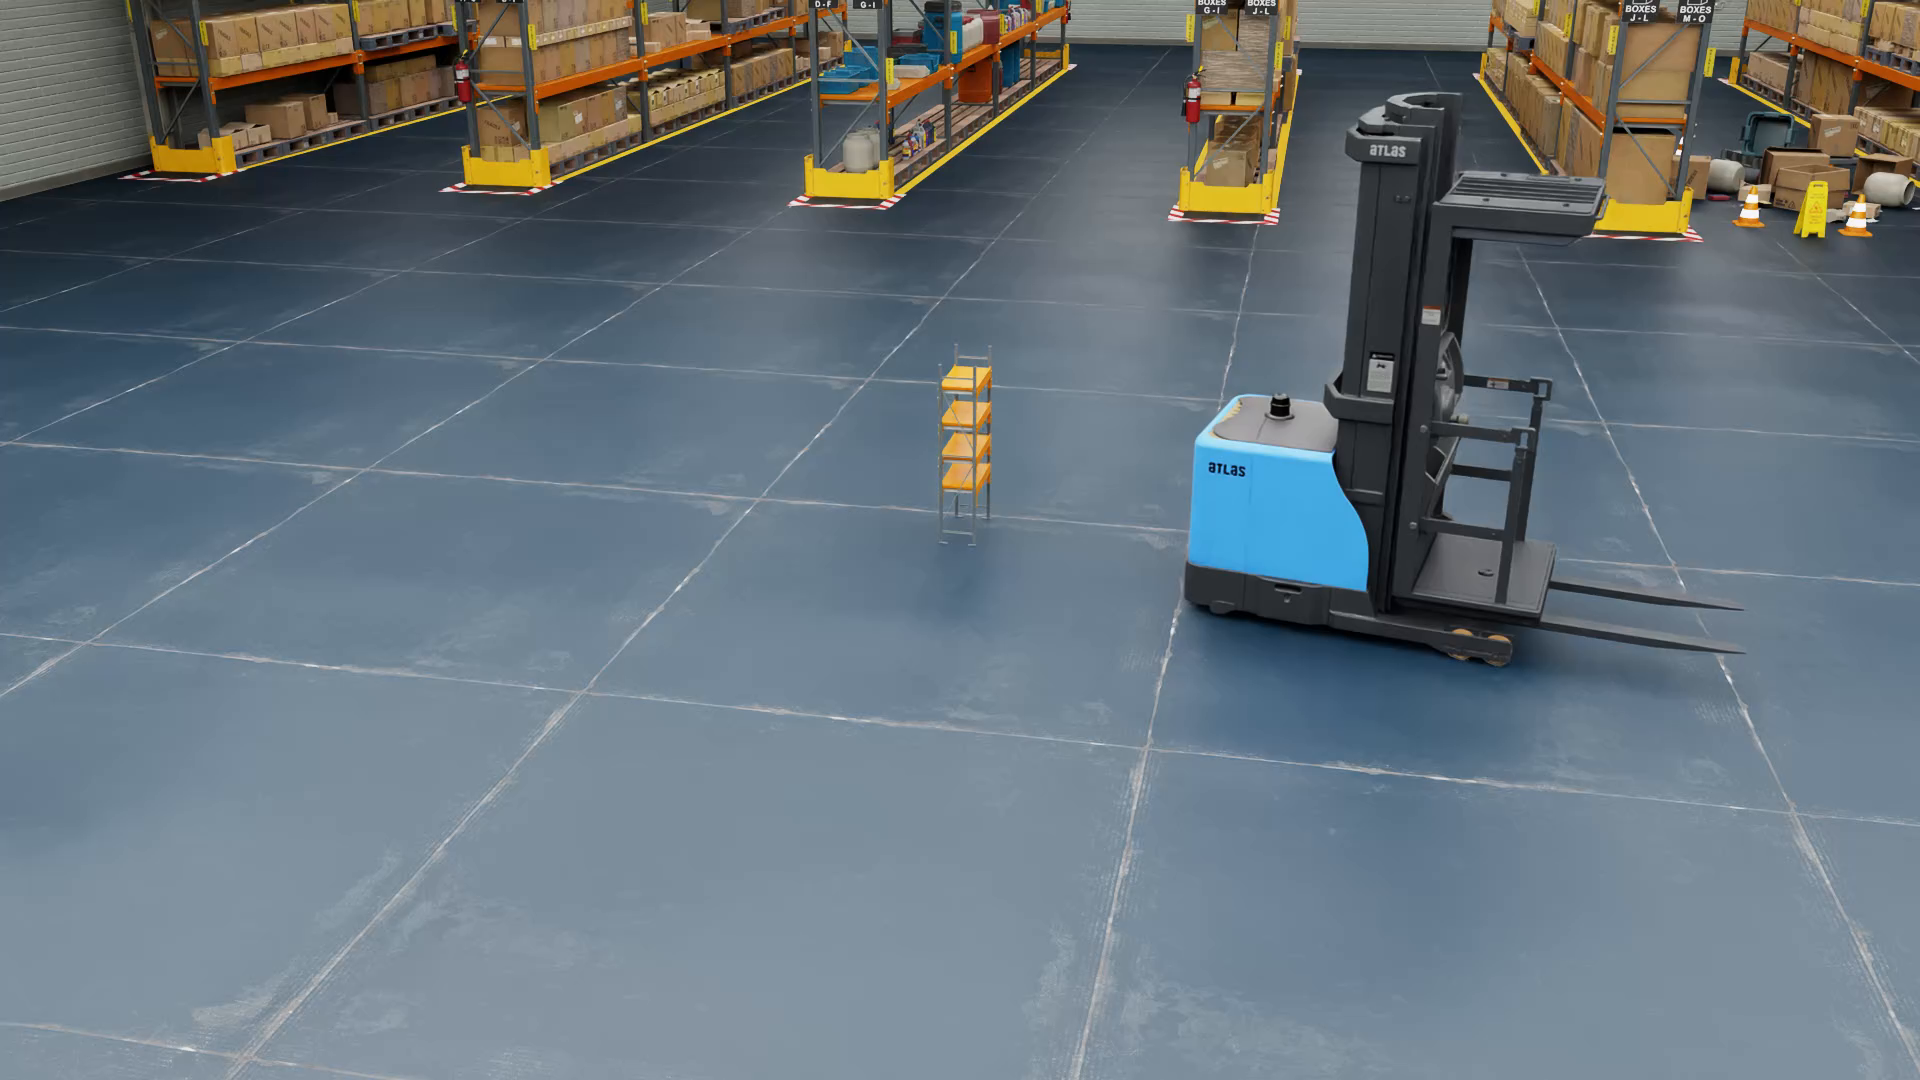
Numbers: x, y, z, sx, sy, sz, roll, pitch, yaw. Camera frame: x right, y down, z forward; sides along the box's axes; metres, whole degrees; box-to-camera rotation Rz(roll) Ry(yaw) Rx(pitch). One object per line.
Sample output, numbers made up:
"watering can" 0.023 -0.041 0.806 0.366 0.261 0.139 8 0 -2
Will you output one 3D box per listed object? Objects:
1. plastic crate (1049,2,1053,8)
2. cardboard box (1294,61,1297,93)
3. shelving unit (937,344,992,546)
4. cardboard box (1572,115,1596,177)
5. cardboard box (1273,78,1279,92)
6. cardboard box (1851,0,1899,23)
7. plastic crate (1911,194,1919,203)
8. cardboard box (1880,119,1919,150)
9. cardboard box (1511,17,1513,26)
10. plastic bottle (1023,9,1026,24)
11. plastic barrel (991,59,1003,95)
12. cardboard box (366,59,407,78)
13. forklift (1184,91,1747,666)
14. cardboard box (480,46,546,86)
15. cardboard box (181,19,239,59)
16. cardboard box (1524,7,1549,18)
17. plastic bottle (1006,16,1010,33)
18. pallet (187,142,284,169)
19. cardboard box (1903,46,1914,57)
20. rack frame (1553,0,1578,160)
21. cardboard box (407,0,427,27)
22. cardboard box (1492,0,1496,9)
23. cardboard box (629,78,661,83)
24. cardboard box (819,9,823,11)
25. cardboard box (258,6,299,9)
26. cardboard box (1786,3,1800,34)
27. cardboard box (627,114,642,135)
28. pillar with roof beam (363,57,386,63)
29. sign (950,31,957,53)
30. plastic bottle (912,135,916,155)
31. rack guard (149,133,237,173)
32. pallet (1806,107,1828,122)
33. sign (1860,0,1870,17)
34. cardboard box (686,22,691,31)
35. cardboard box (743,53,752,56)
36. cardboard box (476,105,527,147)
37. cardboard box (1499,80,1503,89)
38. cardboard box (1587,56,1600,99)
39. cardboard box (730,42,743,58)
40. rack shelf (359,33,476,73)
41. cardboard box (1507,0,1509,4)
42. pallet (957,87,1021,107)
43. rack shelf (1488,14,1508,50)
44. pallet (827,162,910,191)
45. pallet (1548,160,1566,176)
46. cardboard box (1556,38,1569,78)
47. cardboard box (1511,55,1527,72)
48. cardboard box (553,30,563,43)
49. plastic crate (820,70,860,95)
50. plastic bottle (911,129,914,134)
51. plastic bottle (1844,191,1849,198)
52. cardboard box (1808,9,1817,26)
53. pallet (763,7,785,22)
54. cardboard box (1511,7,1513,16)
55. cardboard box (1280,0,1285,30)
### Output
"plastic crate" 1.752 -11.336 35.257 0.396 0.136 0.243 4 22 11
"cardboard box" 5.554 -8.653 30.606 1.225 0.875 0.875 4 22 9
"shelving unit" 0.034 -0.617 10.780 0.258 1.200 0.503 4 22 11
"cardboard box" 8.484 -4.987 21.503 0.875 0.875 0.875 4 22 10
"cardboard box" 4.091 -6.129 22.392 0.380 0.149 0.250 4 22 11
"cardboard box" 14.582 -8.507 26.490 0.500 0.500 0.500 4 22 9
"plastic crate" 12.793 -4.459 21.819 0.402 0.080 0.583 -3 22 -8
"cardboard box" 14.304 -6.011 24.718 0.950 0.372 0.625 5 23 13
"cardboard box" 9.890 -9.083 29.165 0.380 0.149 0.250 4 22 10
"plastic bottle" 1.232 -10.073 32.006 0.061 0.283 0.133 4 22 11
"plastic barrel" 0.495 -8.591 30.835 0.600 0.588 0.708 4 22 11
"cardboard box" -10.010 -8.228 29.022 0.500 0.250 0.500 4 22 9
"forklift" 2.889 -0.893 9.149 3.031 2.935 1.130 9 24 21
"cardboard box" -6.191 -6.590 23.069 0.700 0.500 0.500 4 22 11
"cardboard box" -10.757 -7.190 23.861 0.500 0.500 0.500 4 22 11
"cardboard box" 9.517 -8.697 27.411 0.380 0.149 0.250 4 22 9
"plastic bottle" 0.867 -9.420 30.384 0.061 0.283 0.133 4 22 11
"pallet" -10.933 -5.779 24.921 1.003 0.211 1.213 4 22 11
"cardboard box" 14.107 -7.174 24.426 0.380 0.149 0.250 5 23 13
"rack frame" 9.049 -6.666 23.389 1.000 3.000 0.127 4 22 11
"cardboard box" -9.835 -9.297 29.200 0.700 0.500 0.500 4 22 11
"cardboard box" 11.136 -11.096 33.856 0.500 0.500 0.500 6 23 13
"cardboard box" -5.370 -7.743 28.433 0.500 0.311 0.500 4 22 10
"cardboard box" -3.172 -11.531 35.337 0.500 0.500 0.500 4 22 10
"cardboard box" -10.743 -8.156 26.260 0.500 0.500 0.500 4 22 11
"cardboard box" 15.393 -9.487 30.259 0.500 0.500 0.500 5 22 11
"cardboard box" -5.363 -6.570 26.271 0.500 0.250 0.500 4 22 11
"pillar with roof beam" -6.414 -11.722 27.912 9.100 9.000 0.400 4 22 11
"sign" -0.098 -7.541 25.191 0.100 0.325 0.005 4 22 11
"plastic bottle" -0.685 -5.735 24.142 0.097 0.271 0.097 0 22 0
"rack guard" -11.134 -5.619 24.136 1.175 0.500 0.348 4 22 11
"pallet" 15.218 -7.222 28.503 1.003 0.211 1.213 4 22 11
"sign" 14.188 -8.366 26.062 0.100 0.325 0.005 4 22 11
"cardboard box" -5.039 -8.946 29.172 0.500 0.311 0.500 4 22 10
"cardboard box" -4.395 -9.271 32.616 0.500 0.500 0.500 5 22 12
"cardboard box" -6.481 -5.860 23.504 0.500 0.500 0.500 4 22 11
"cardboard box" 10.428 -8.633 31.528 0.380 0.149 0.250 5 22 12
"cardboard box" 8.660 -6.007 21.552 0.875 0.550 0.500 4 22 11
"cardboard box" -4.493 -9.448 32.051 0.500 0.250 0.500 4 22 10
"rack shelf" -9.925 -8.611 29.183 1.077 0.370 4.000 4 22 11
"cardboard box" 10.151 -9.837 30.240 0.380 0.149 0.250 6 23 14
"pallet" 0.553 -8.364 31.339 1.003 0.211 1.213 4 22 11
"rack shelf" 11.090 -9.989 32.604 1.077 0.370 4.000 4 22 11
"pallet" -1.310 -5.030 23.060 1.003 0.211 1.213 4 22 11
"pallet" 8.818 -5.100 23.234 1.003 0.211 1.213 4 22 11
"cardboard box" 8.894 -6.923 23.895 0.500 0.500 0.500 4 22 11
"cardboard box" 10.166 -8.530 29.797 0.500 0.250 0.500 5 22 12
"cardboard box" -5.851 -7.129 23.537 0.380 0.149 0.250 4 22 10
"plastic crate" -1.641 -6.132 22.264 0.499 0.251 0.616 4 22 11
"plastic bottle" -0.694 -5.955 24.672 0.061 0.283 0.133 4 22 11
"plastic bottle" 11.817 -4.633 22.276 0.133 0.061 0.283 8 23 20
"cardboard box" 15.104 -9.081 28.918 0.500 0.250 0.500 5 22 12
"pallet" -4.120 -10.390 32.894 1.003 0.211 1.213 4 22 11
"cardboard box" 9.943 -9.315 29.344 0.380 0.149 0.250 5 23 13
"cardboard box" 4.083 -6.995 22.336 0.500 0.500 0.500 4 22 11
